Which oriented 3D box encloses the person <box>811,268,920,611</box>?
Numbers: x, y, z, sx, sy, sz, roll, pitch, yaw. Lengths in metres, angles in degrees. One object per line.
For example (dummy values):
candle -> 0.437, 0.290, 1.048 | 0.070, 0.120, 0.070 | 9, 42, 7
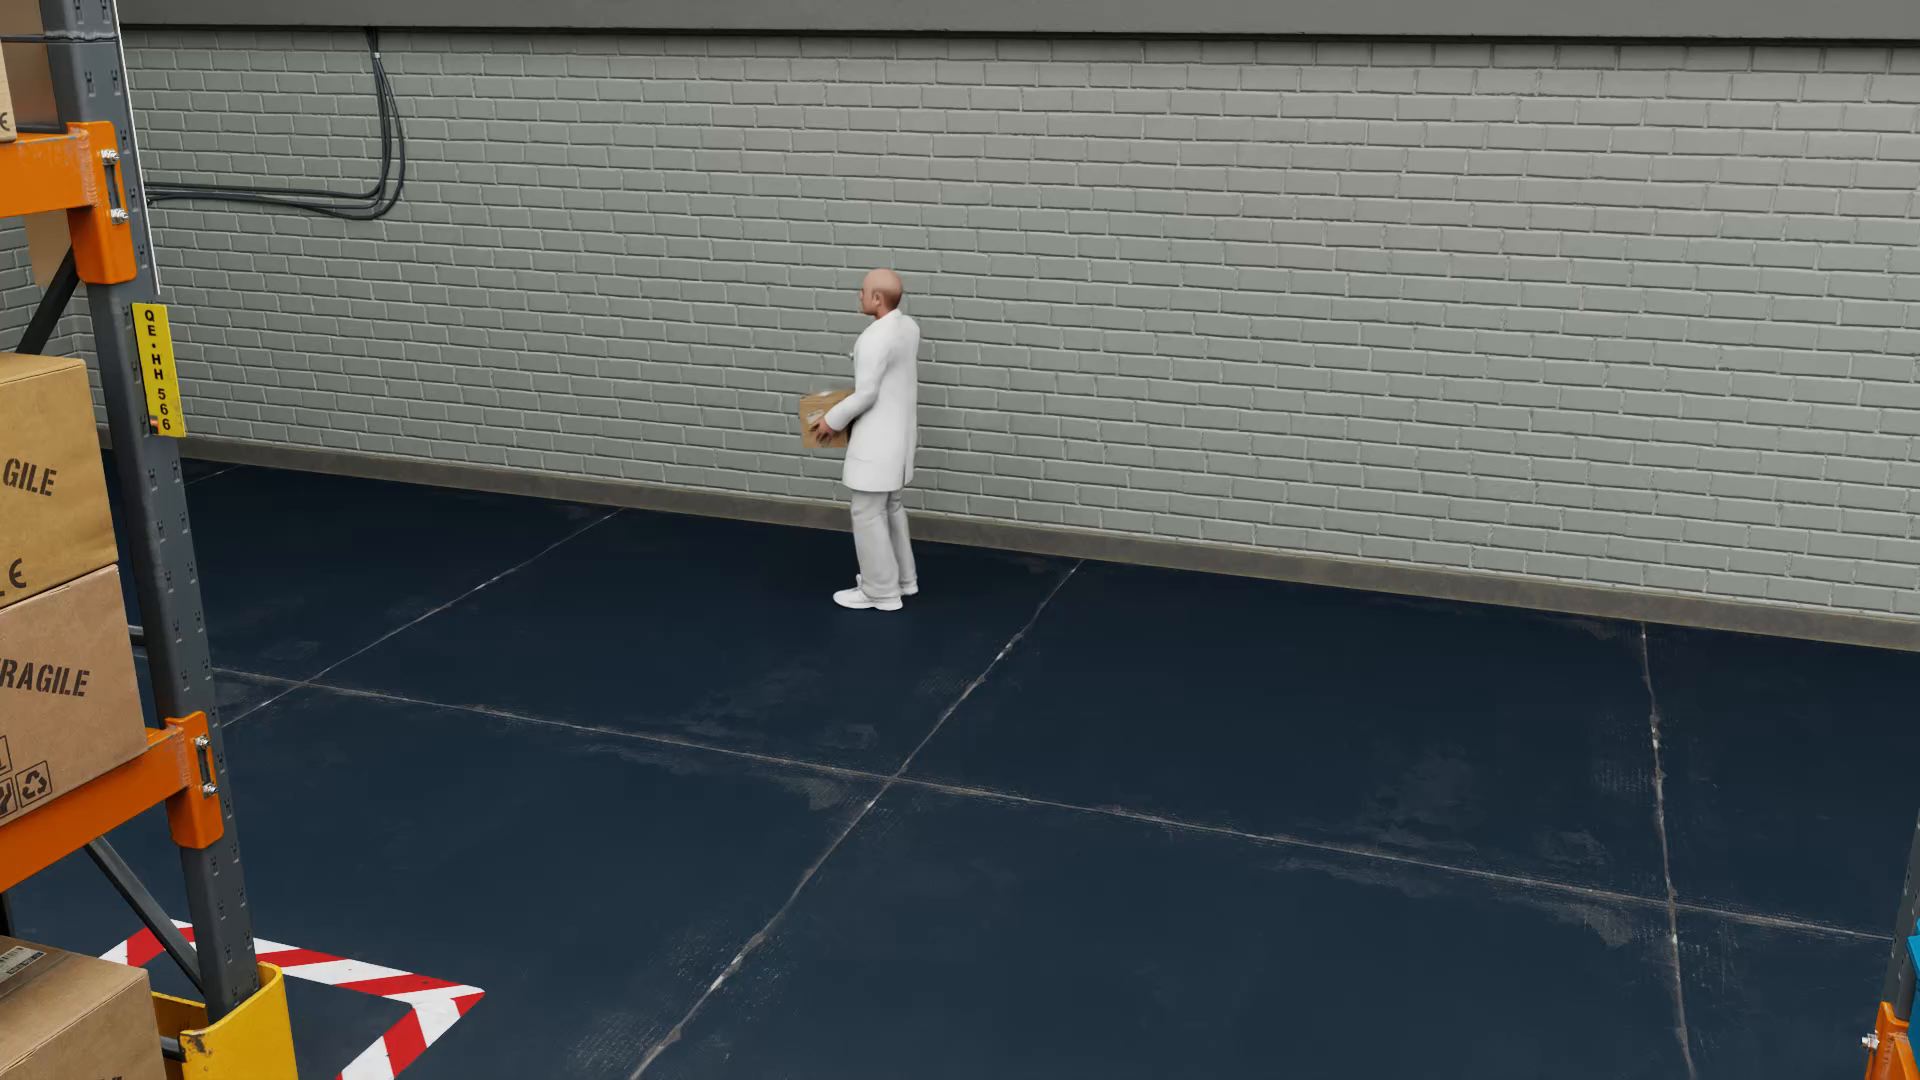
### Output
person -> -0.487, -0.532, 8.672 | 0.508, 1.782, 0.563 | 6, 19, 18
